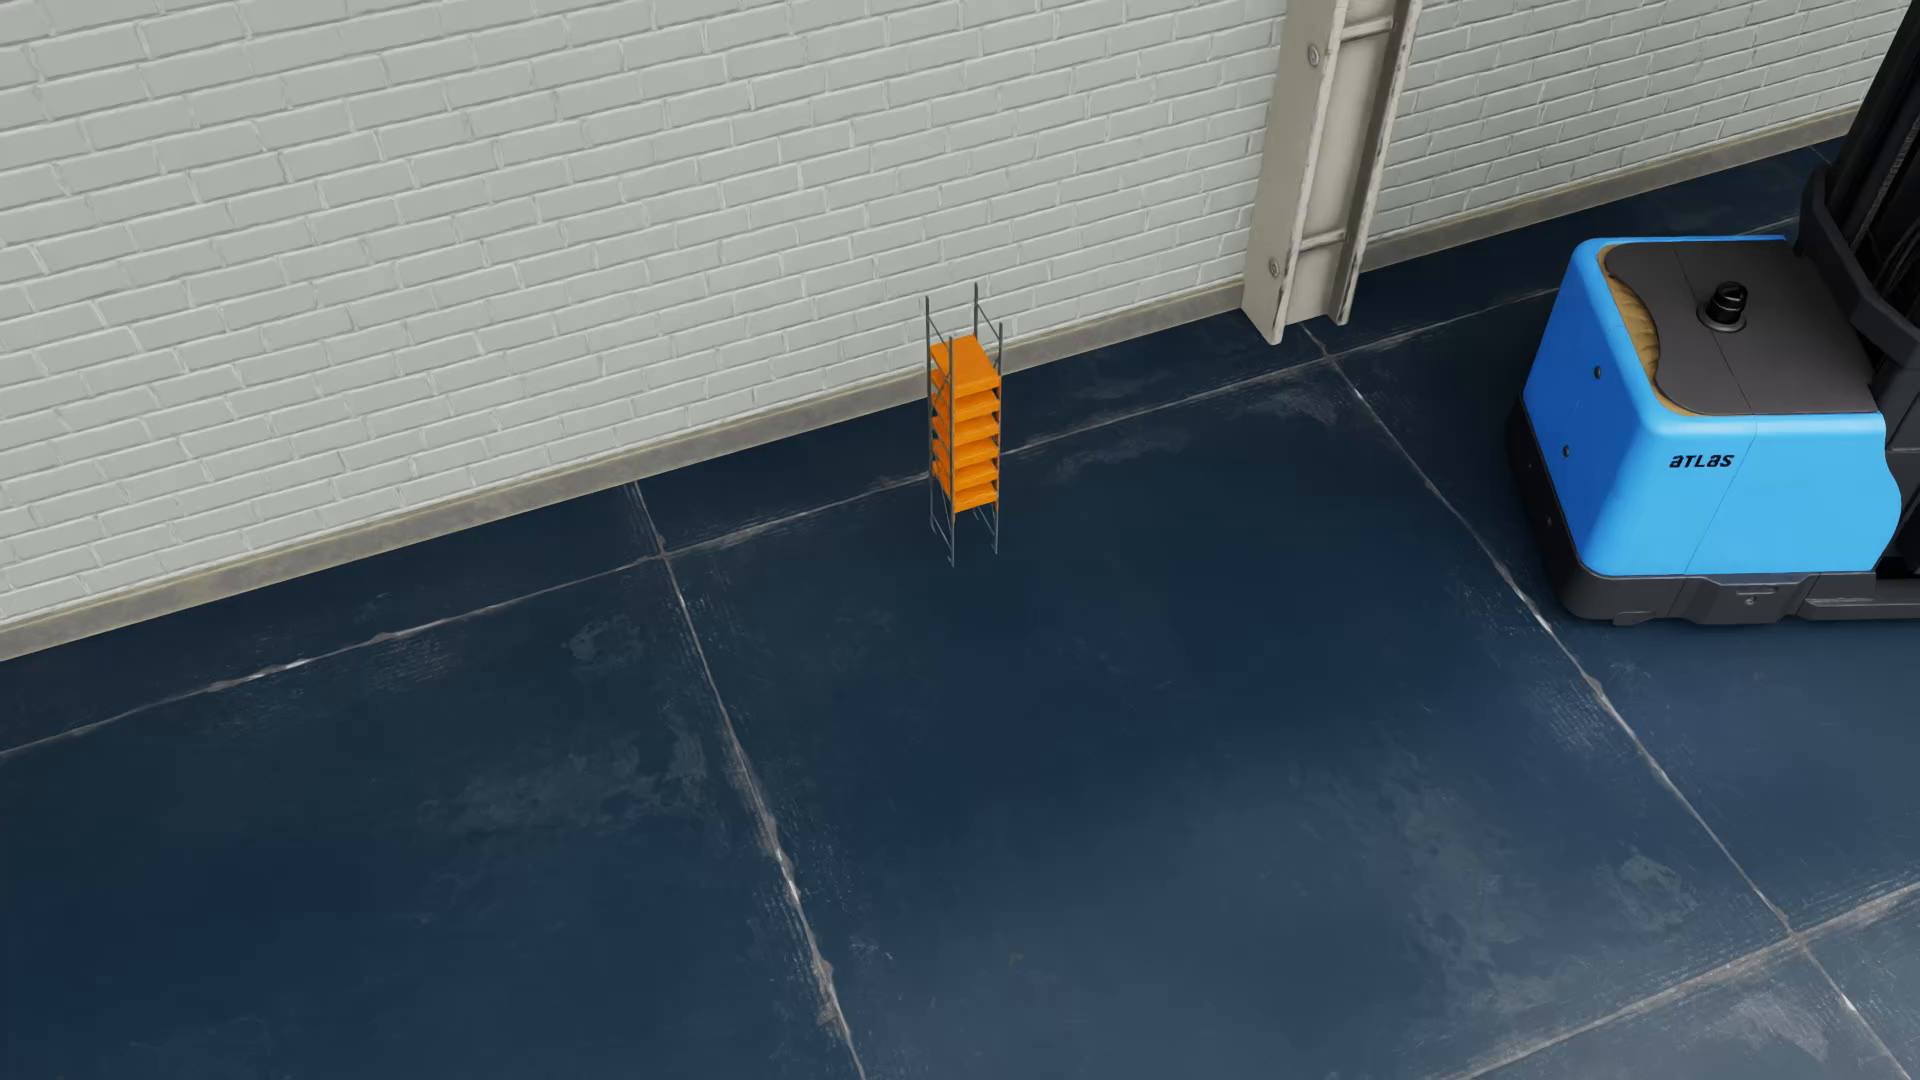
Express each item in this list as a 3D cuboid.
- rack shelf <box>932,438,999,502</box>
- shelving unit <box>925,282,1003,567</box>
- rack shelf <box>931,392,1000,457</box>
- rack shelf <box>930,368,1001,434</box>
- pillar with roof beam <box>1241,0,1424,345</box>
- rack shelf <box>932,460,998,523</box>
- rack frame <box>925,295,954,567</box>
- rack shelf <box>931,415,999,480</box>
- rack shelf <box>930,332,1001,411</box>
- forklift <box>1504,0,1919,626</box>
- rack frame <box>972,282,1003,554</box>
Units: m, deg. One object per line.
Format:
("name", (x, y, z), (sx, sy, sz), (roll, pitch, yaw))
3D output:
("rack shelf", (0.013, -0.288, 6.264), (0.180, 0.103, 0.258), (-17, 52, -14))
("shelving unit", (0.013, -0.395, 6.139), (0.189, 1.200, 0.258), (-17, 52, -14))
("rack shelf", (0.013, -0.444, 6.082), (0.180, 0.103, 0.258), (-17, 52, -14))
("rack shelf", (0.013, -0.522, 5.991), (0.180, 0.103, 0.258), (-17, 52, -14))
("pillar with roof beam", (3.122, -0.930, 1.458), (0.400, 9.000, 9.100), (-17, 52, -14))
("rack shelf", (0.013, -0.210, 6.355), (0.180, 0.103, 0.258), (-17, 52, -14))
("rack frame", (-0.071, -0.369, 6.117), (0.006, 1.200, 0.240), (-17, 52, -14))
("rack shelf", (0.013, -0.366, 6.173), (0.180, 0.103, 0.258), (-17, 52, -14))
("rack shelf", (0.013, -0.601, 5.900), (0.180, 0.103, 0.258), (-17, 52, -14))
("forklift", (3.771, -1.038, 5.550), (3.031, 2.935, 1.130), (-1, 49, -1))
("rack frame", (0.098, -0.421, 6.162), (0.006, 1.200, 0.240), (-17, 52, -14))
